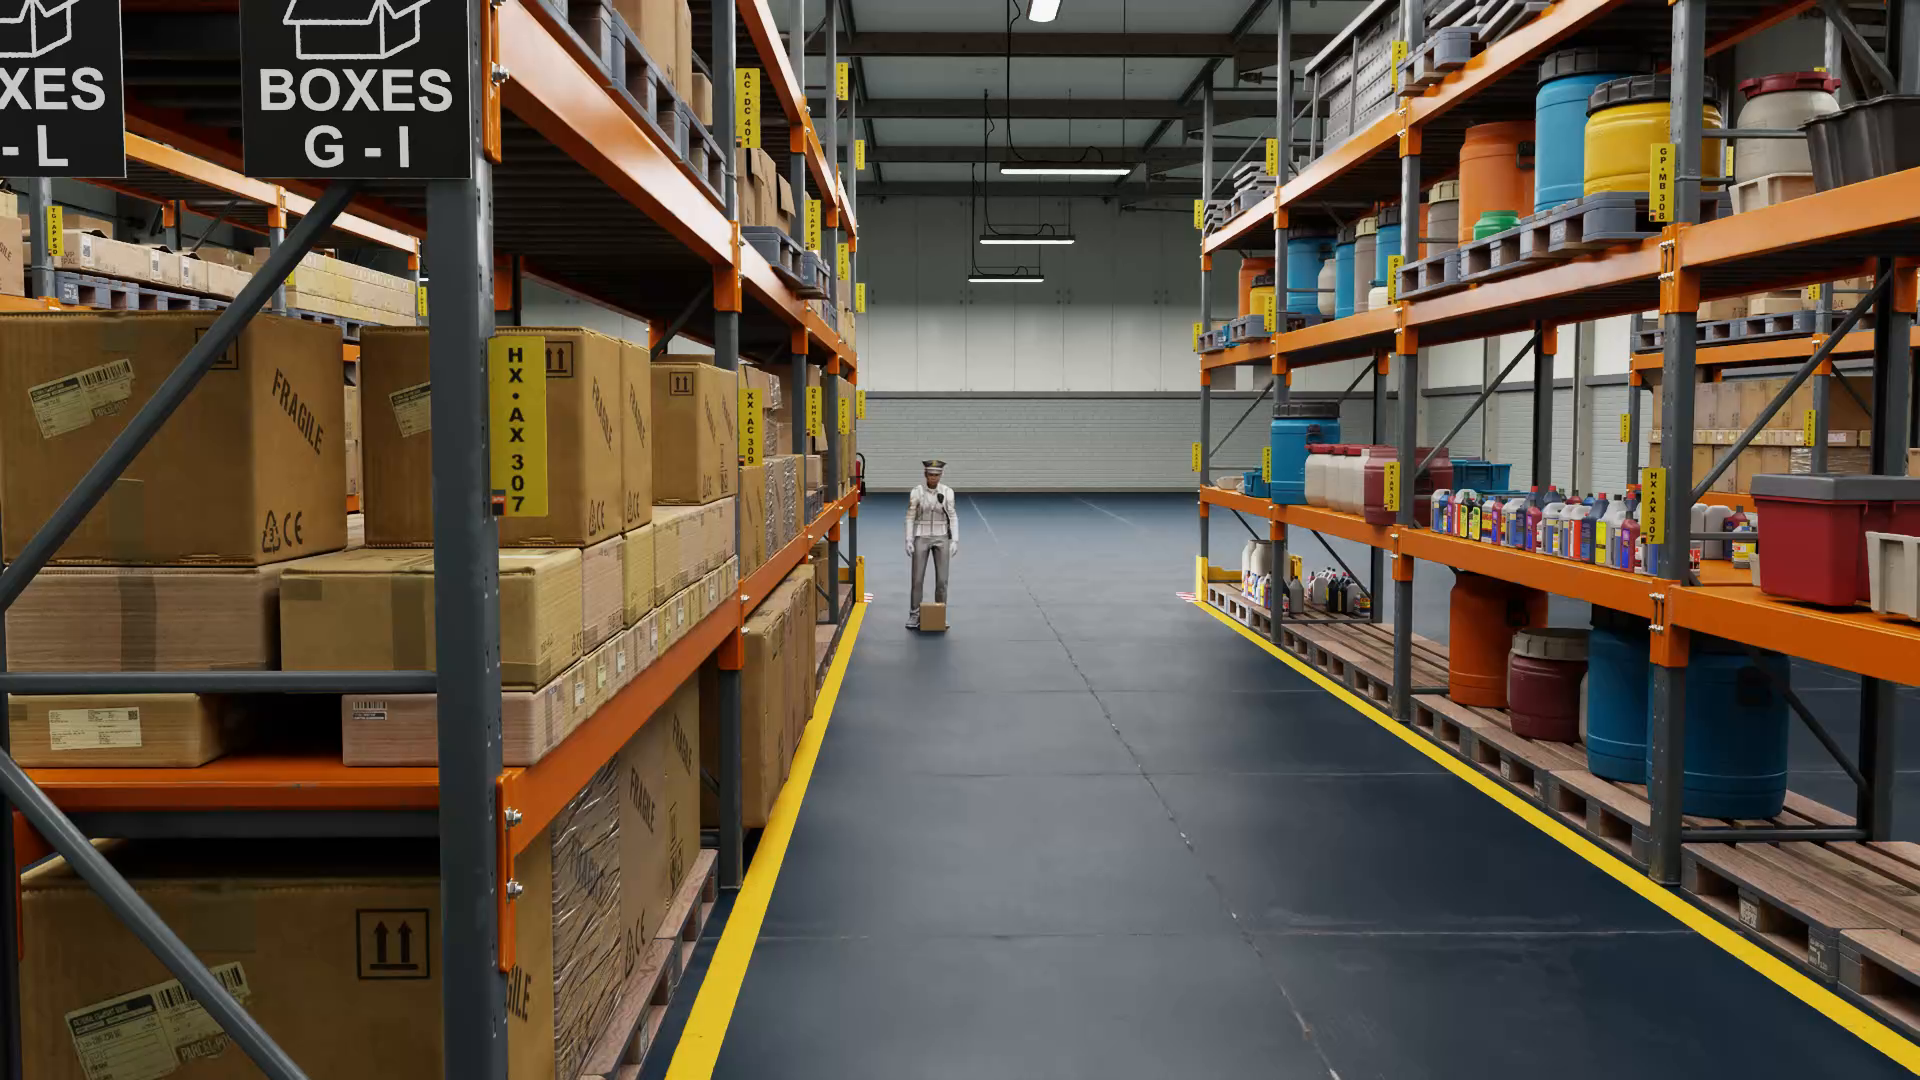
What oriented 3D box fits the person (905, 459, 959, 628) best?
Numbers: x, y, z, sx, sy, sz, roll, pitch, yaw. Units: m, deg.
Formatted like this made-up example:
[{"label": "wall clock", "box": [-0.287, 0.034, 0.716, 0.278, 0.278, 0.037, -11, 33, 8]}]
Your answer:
[{"label": "person", "box": [-0.287, 0.032, 16.493, 0.525, 1.663, 0.378, 0, 4, -3]}]
